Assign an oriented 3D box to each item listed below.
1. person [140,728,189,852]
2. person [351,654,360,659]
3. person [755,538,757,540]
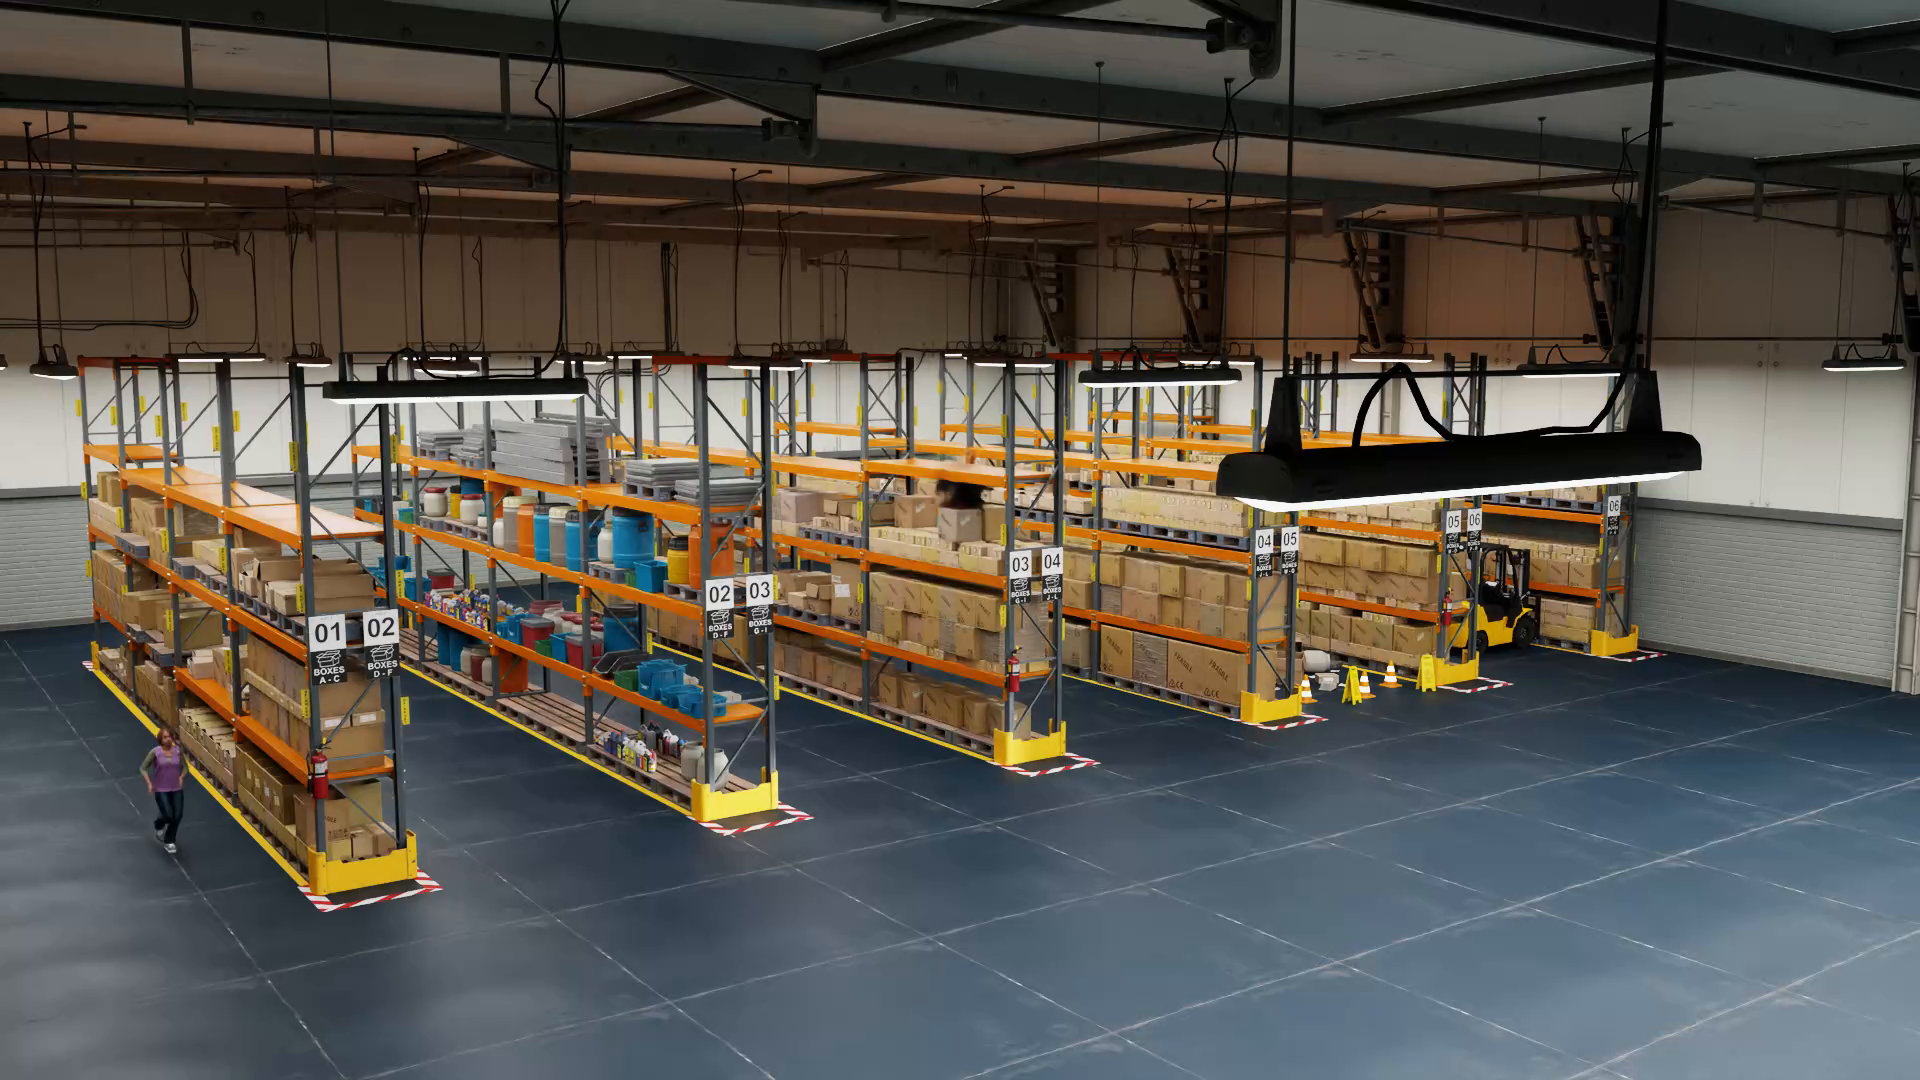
[{"bbox_3d":[-9.745,3.088,20.471,0.531,1.557,0.539,-6,9,-42],"label":"person"},{"bbox_3d":[-11.127,1.861,29.972,0.651,1.717,0.734,-5,9,-37],"label":"person"},{"bbox_3d":[-4.925,0.754,39.174,0.647,1.675,0.557,-3,8,-23],"label":"person"}]
